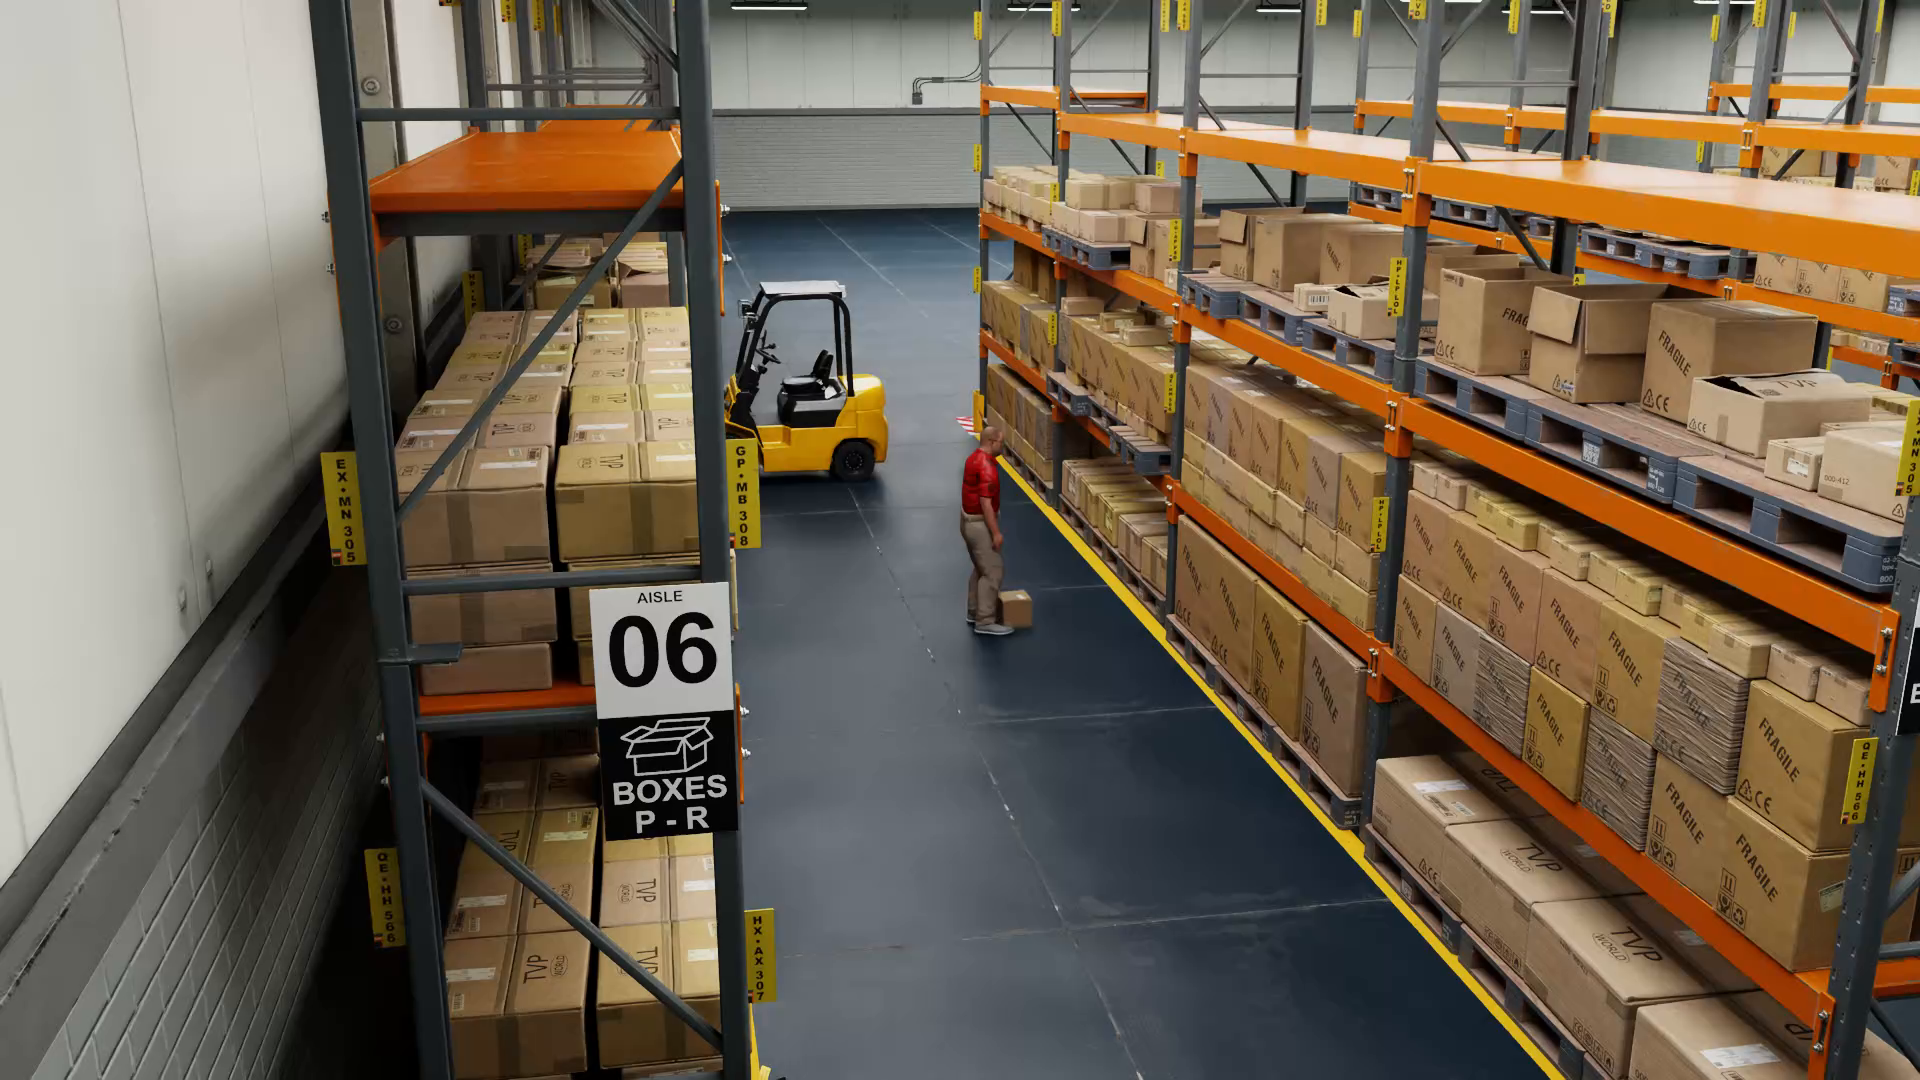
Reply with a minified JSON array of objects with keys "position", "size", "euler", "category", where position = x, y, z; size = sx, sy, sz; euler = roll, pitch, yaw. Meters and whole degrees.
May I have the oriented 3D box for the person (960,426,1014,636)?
[{"position":[0.210,-0.097,13.891],"size":[0.390,1.727,0.578],"euler":[-4,17,-12],"category":"person"}]
